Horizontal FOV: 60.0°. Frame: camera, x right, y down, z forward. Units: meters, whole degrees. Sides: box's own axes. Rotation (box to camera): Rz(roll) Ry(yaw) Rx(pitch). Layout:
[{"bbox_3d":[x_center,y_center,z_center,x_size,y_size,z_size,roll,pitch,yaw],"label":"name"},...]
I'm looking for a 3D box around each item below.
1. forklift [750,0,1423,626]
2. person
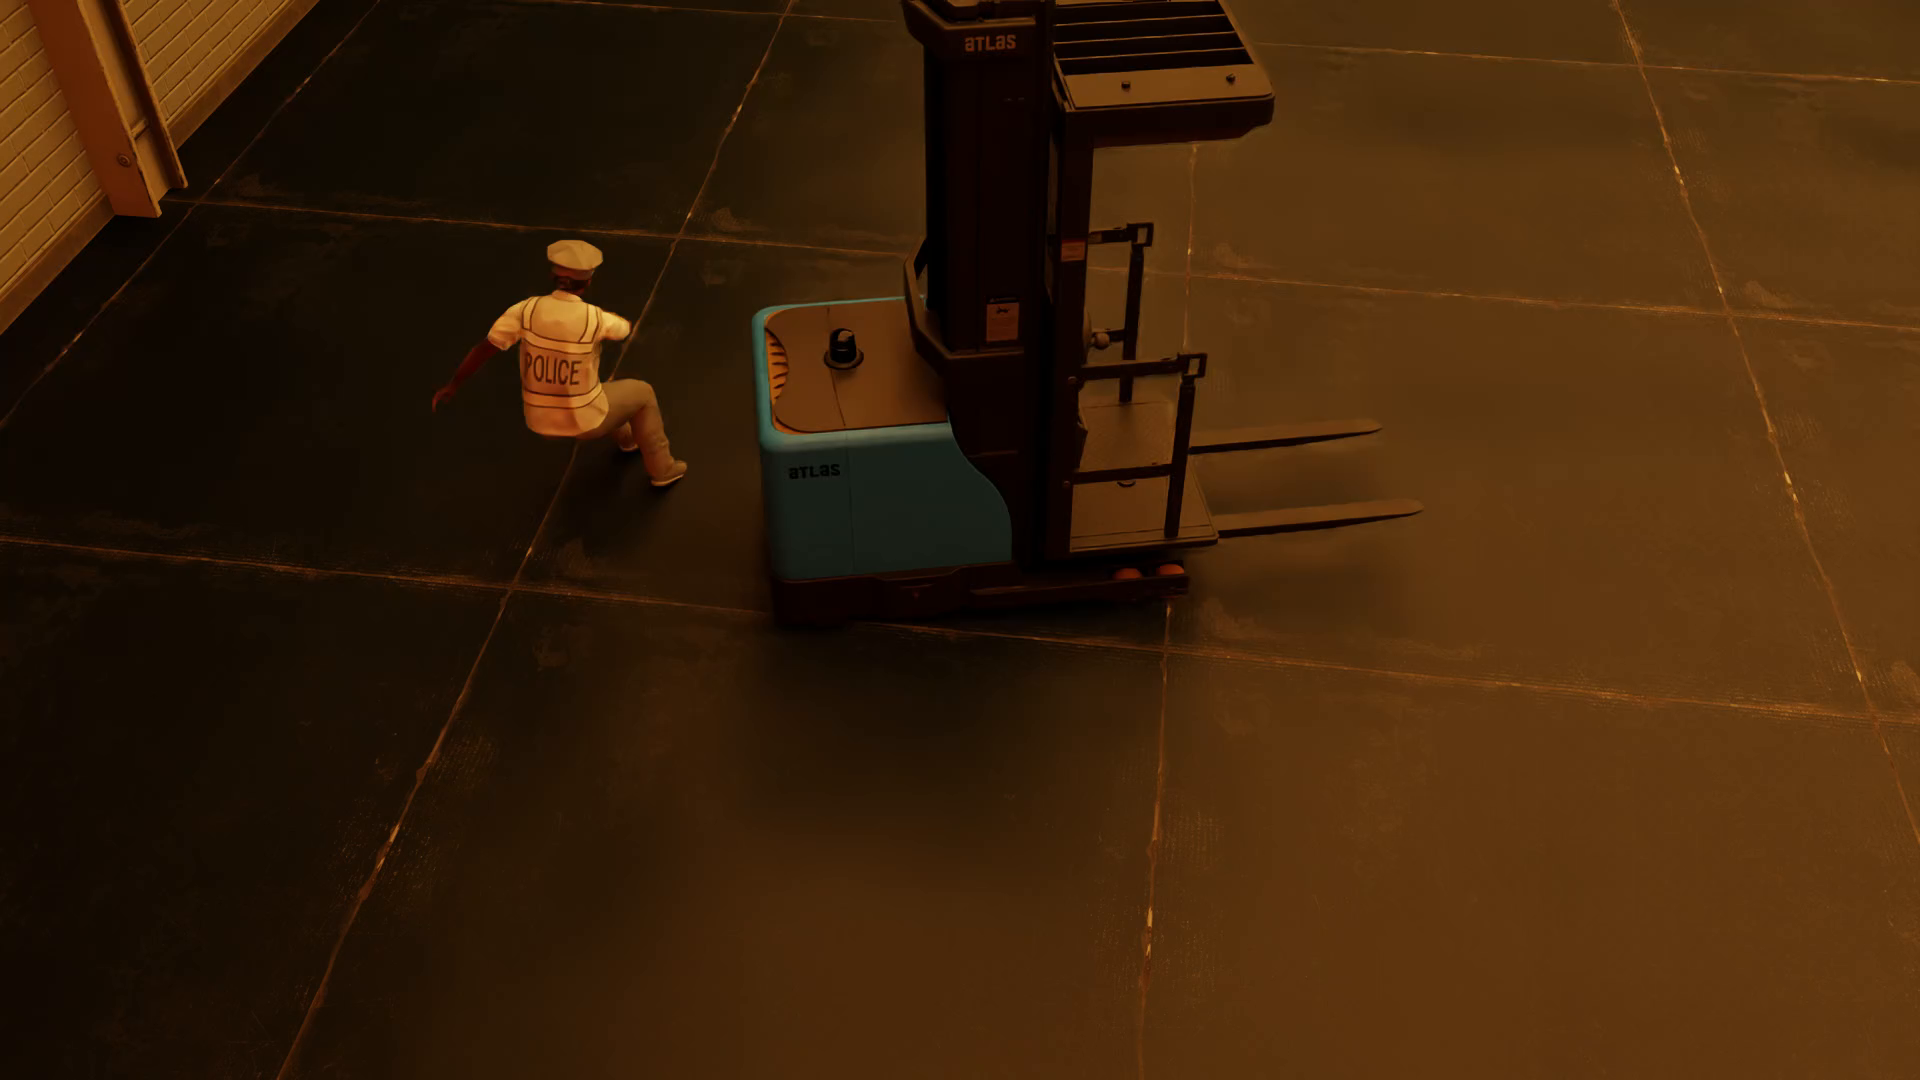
[{"bbox_3d":[0.607,-1.143,6.968,3.031,2.935,1.130,-5,43,-6],"label":"forklift"},{"bbox_3d":[-1.849,-0.801,7.803,0.972,1.407,0.913,6,43,6],"label":"person"}]
